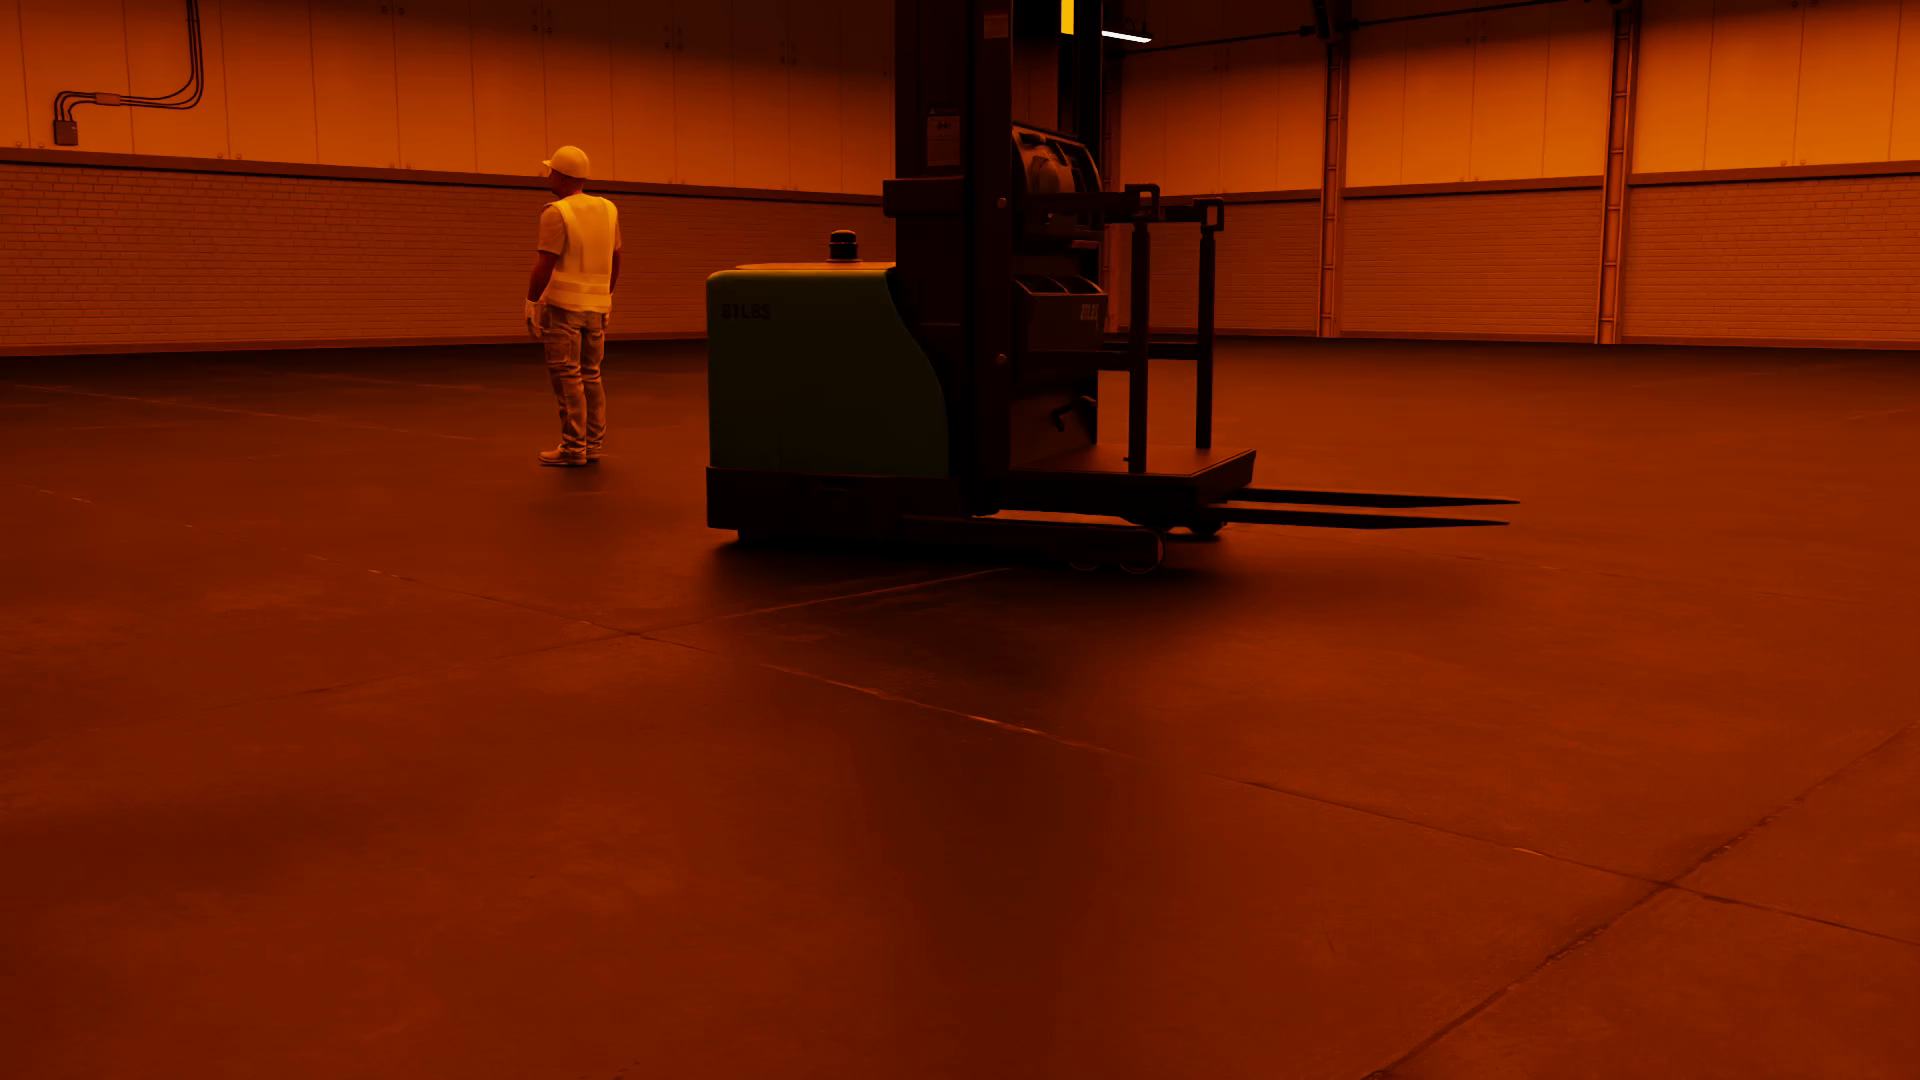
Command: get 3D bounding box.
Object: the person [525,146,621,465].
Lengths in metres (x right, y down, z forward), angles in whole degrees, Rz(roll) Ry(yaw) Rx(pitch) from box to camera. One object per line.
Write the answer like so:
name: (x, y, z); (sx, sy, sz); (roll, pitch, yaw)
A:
person: (-2.255, -1.323, 9.468); (0.575, 1.785, 0.657); (5, 10, 31)

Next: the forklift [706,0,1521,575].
forklift: (0.565, -1.416, 6.275); (3.031, 2.935, 1.130); (3, 9, 22)
